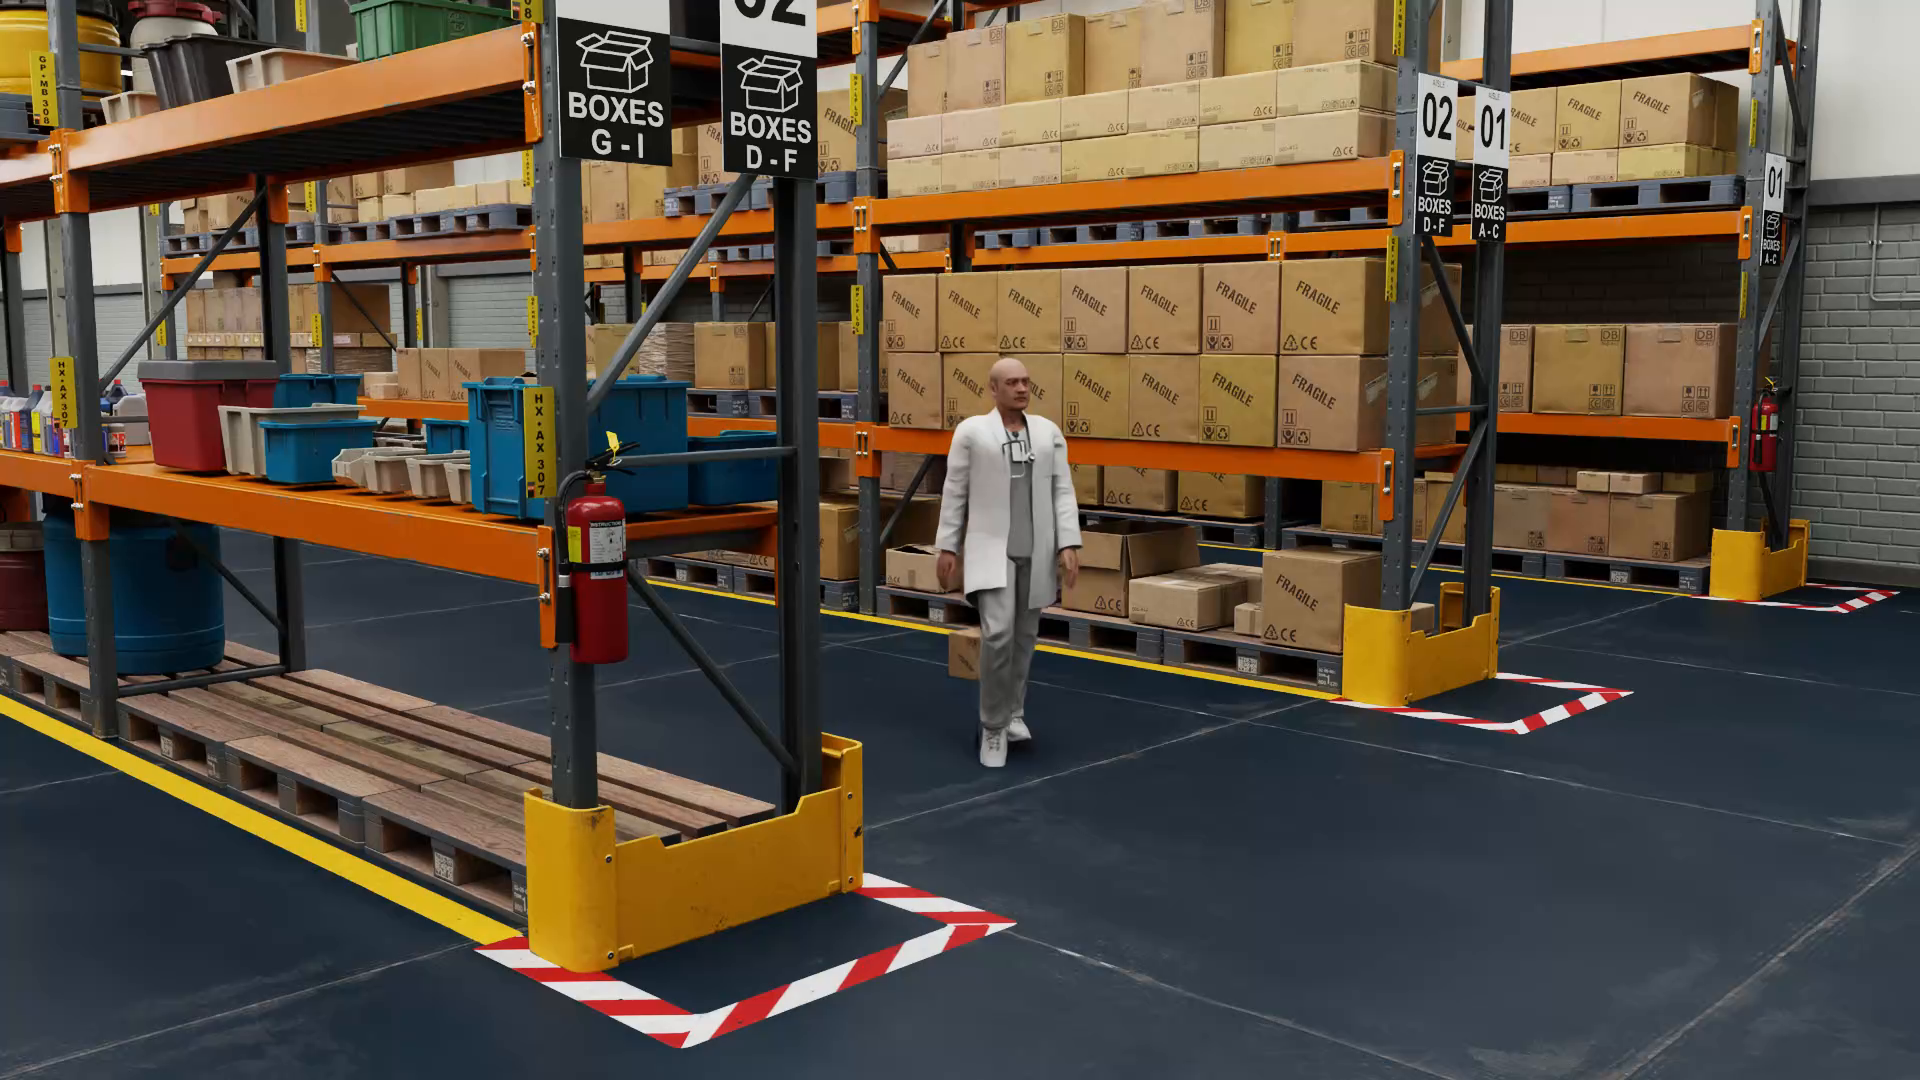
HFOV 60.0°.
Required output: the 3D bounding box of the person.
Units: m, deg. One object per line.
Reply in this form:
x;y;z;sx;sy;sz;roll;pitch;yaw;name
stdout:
0.224;0.098;7.573;0.623;1.845;0.580;-2;7;-19;person
